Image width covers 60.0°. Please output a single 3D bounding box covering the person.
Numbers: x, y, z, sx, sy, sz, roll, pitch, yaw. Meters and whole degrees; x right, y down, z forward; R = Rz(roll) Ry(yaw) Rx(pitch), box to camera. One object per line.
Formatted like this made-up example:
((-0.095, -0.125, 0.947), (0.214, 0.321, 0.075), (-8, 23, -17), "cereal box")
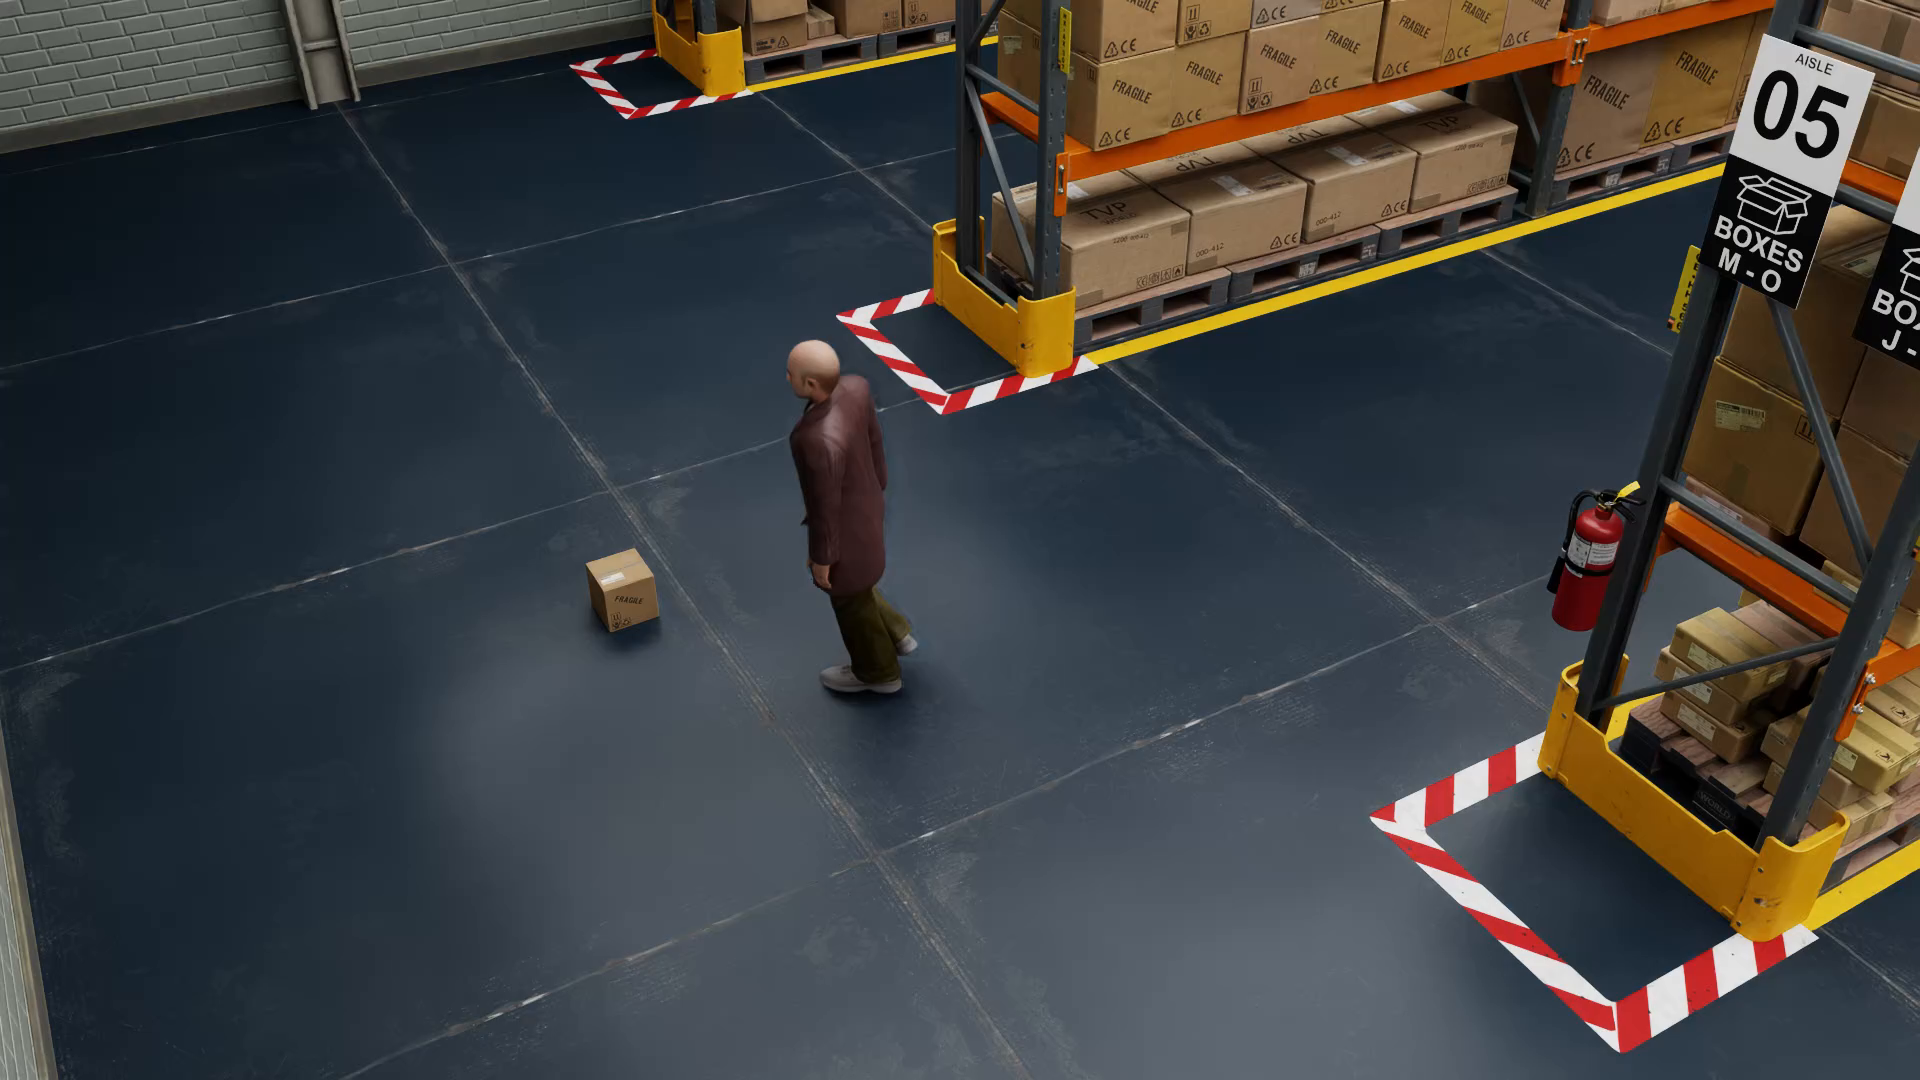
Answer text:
((-0.461, -0.068, 7.004), (0.539, 1.770, 0.608), (5, 37, 7), "person")
